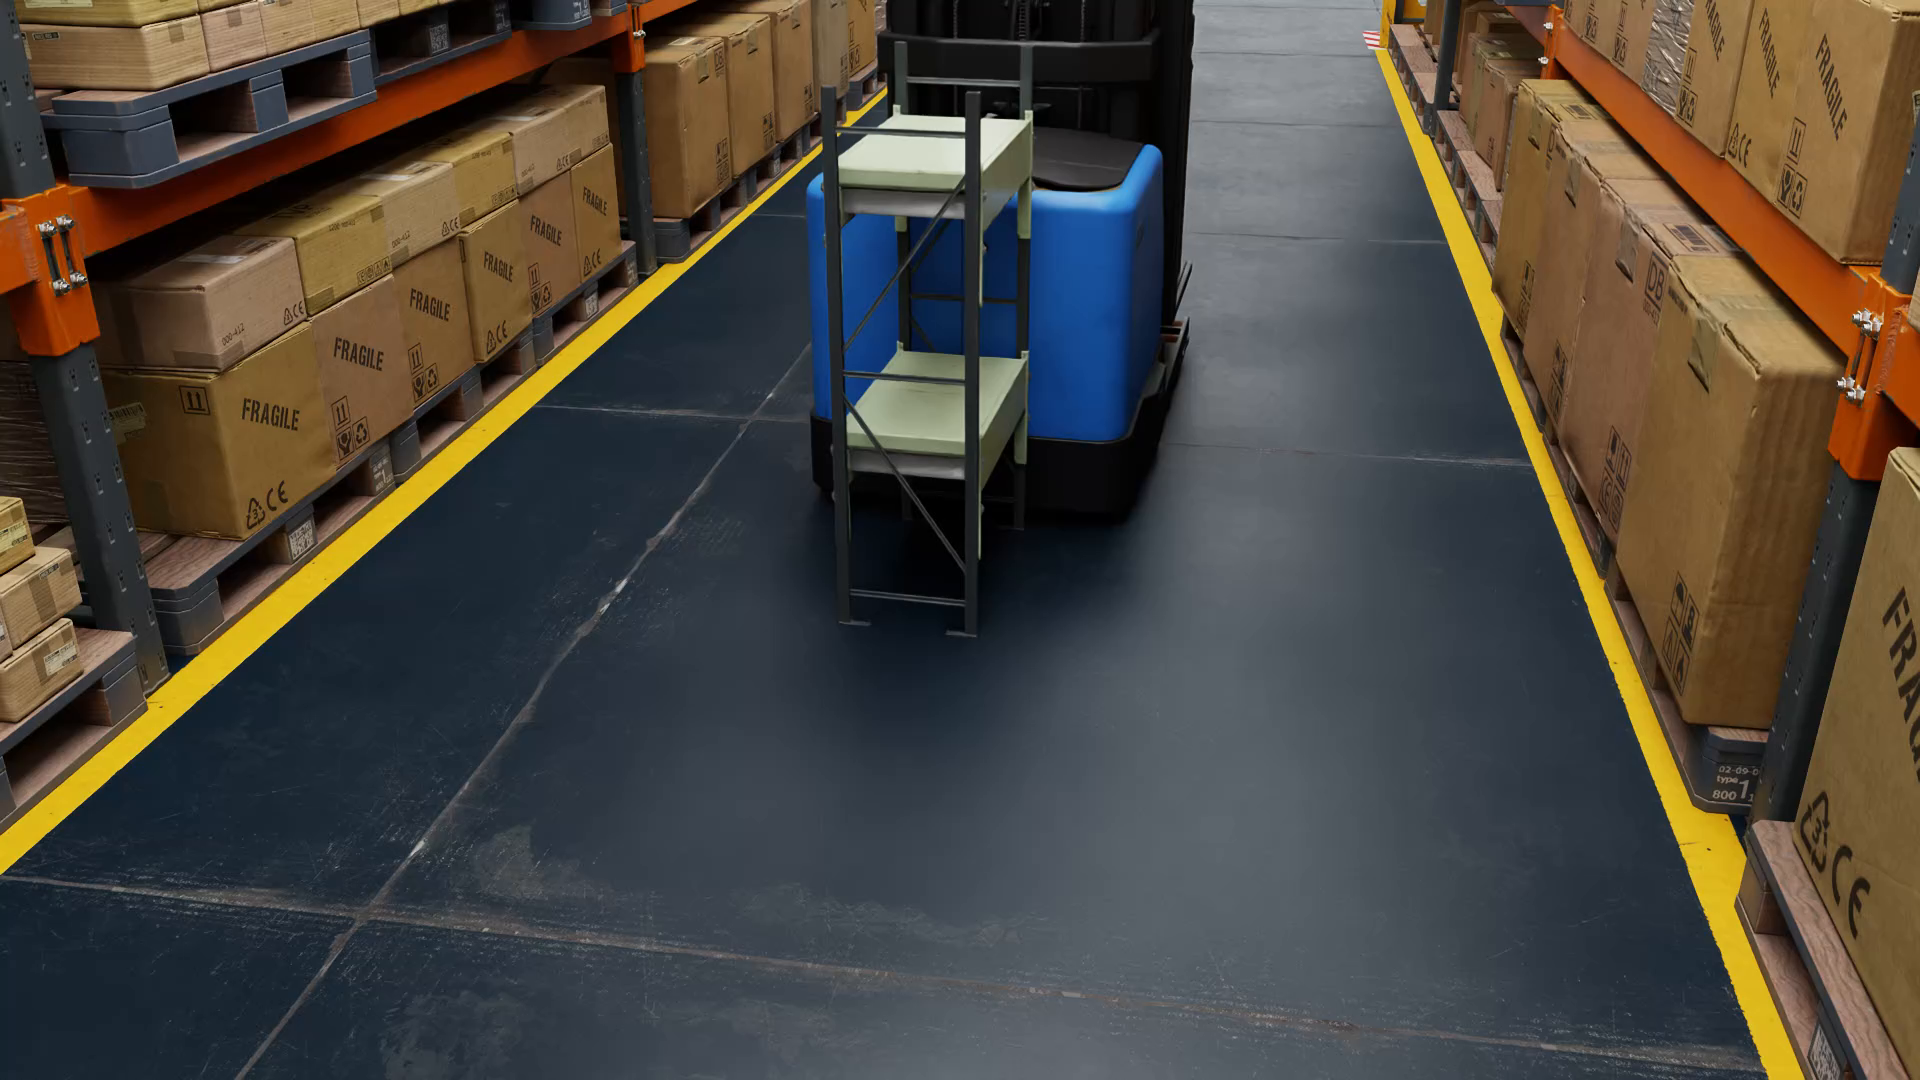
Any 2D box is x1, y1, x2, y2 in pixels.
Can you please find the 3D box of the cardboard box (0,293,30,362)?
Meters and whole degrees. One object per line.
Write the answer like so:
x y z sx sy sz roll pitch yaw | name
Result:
-2.744 -0.723 4.825 0.500 0.250 0.500 3 25 7 | cardboard box

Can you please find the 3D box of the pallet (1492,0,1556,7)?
2.926 -2.502 7.283 1.213 0.211 1.003 4 25 9 | pallet

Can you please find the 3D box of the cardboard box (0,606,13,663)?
-2.386 0.238 3.720 0.380 0.149 0.250 3 25 6 | cardboard box

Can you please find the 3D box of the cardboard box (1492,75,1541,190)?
3.168 -2.102 8.633 0.700 0.500 0.500 6 26 13 | cardboard box

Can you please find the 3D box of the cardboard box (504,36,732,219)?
-1.774 -2.089 8.333 1.050 0.750 0.750 4 25 8 | cardboard box

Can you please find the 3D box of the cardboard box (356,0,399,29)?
-1.930 -1.637 5.011 0.380 0.149 0.250 3 25 6 | cardboard box

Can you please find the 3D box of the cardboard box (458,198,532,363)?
-1.971 -0.995 6.290 0.500 0.500 0.500 3 25 6 | cardboard box

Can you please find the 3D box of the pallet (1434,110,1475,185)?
3.442 -2.367 10.059 1.003 0.211 1.213 4 25 9 | pallet

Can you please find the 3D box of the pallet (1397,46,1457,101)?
3.840 -3.488 12.453 1.003 0.211 1.213 4 25 9 | pallet

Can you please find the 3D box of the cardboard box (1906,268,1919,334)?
1.884 -0.396 2.854 0.380 0.149 0.250 4 25 9 | cardboard box

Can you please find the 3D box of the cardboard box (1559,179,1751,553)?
2.491 -0.481 4.750 1.225 0.875 0.875 3 25 7 | cardboard box

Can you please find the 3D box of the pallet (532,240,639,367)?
-2.092 -1.079 7.307 1.003 0.211 1.213 4 25 9 | pallet

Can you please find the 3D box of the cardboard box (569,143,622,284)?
-1.812 -1.434 7.228 0.500 0.500 0.500 4 25 8 | cardboard box

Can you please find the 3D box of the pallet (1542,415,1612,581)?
2.509 -0.187 5.400 1.003 0.211 1.213 4 25 9 | pallet

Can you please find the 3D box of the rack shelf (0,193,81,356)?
-2.943 0.166 2.205 1.077 0.370 4.000 4 25 9 | rack shelf

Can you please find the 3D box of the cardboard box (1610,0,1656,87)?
2.404 -1.714 5.255 0.500 0.500 0.500 4 25 8 | cardboard box

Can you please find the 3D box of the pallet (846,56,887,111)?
-1.107 -3.392 12.247 1.003 0.211 1.213 4 25 9 | pallet

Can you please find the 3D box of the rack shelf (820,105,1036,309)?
-0.068 -0.928 4.543 0.431 0.370 0.720 5 26 11 | rack shelf

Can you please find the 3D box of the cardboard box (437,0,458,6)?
-1.846 -1.857 5.480 0.380 0.149 0.250 3 25 6 | cardboard box

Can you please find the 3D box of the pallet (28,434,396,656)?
-2.490 -0.059 5.127 1.003 0.211 1.213 4 25 9 | pallet

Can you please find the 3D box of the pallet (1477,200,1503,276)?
3.044 -1.347 7.879 1.003 0.211 1.213 4 25 9 | pallet

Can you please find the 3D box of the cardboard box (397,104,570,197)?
-1.887 -1.551 6.593 0.500 0.250 0.500 4 25 9 | cardboard box

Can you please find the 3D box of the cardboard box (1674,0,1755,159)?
2.234 -1.296 4.362 0.500 0.500 0.500 4 25 8 | cardboard box

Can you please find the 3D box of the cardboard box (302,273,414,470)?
-2.149 -0.566 5.375 0.500 0.500 0.500 5 26 11 | cardboard box

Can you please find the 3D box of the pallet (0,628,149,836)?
-2.691 0.550 3.826 1.003 0.211 1.213 4 25 9 | pallet

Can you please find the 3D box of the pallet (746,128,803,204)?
-1.558 -2.239 9.785 1.003 0.211 1.213 4 25 9 | pallet

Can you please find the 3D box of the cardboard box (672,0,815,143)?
-1.483 -2.844 9.947 1.050 0.750 0.750 4 25 9 | cardboard box

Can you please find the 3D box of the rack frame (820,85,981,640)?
-0.147 -0.423 4.385 0.400 1.500 0.023 5 26 11 | rack frame

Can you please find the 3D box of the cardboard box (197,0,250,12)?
-2.058 -1.449 4.257 0.380 0.149 0.250 4 25 7 | cardboard box

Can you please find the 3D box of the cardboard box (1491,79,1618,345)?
2.781 -1.224 6.337 1.225 0.875 0.875 3 25 6 | cardboard box

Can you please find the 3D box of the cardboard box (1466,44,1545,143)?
3.350 -2.570 9.631 0.700 0.500 0.500 4 25 8 | cardboard box

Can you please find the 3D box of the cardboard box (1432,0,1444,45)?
4.039 -4.175 13.084 0.500 0.500 0.500 11 27 22 | cardboard box

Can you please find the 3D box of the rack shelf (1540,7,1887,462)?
2.587 -1.121 4.955 1.077 0.370 4.000 4 25 9 | rack shelf

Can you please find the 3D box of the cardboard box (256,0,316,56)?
-2.014 -1.426 4.559 0.380 0.149 0.250 4 25 9 | cardboard box

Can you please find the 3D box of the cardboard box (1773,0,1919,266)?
2.068 -0.870 3.453 0.500 0.500 0.500 4 25 9 | cardboard box

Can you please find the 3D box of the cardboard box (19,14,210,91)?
-2.098 -1.205 4.088 0.380 0.149 0.250 3 25 6 | cardboard box

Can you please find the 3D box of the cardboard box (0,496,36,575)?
-2.417 0.002 3.873 0.380 0.149 0.250 5 25 10 | cardboard box

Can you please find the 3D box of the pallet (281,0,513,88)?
-2.246 -1.751 5.680 1.003 0.211 1.213 4 25 9 | pallet

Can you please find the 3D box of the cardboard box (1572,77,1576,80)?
2.994 -1.972 7.470 0.500 0.250 0.500 5 26 11 | cardboard box

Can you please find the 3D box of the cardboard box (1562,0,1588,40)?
2.566 -2.144 6.174 0.500 0.500 0.500 5 26 10 | cardboard box

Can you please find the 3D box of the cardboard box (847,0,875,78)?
-1.137 -3.828 11.901 0.875 0.875 0.875 4 25 9 | cardboard box

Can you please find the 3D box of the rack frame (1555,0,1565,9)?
2.914 -2.283 6.589 1.000 3.000 0.127 4 25 9 | rack frame

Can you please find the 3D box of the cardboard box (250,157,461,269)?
-2.062 -1.120 5.674 0.500 0.250 0.500 5 26 11 | cardboard box

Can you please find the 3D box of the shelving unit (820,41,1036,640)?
-0.068 -0.575 4.708 0.431 1.500 0.755 5 26 11 | shelving unit

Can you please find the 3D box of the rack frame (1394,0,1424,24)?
4.222 -5.629 13.738 1.000 3.000 0.127 4 25 9 | rack frame

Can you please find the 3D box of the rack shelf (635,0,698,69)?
-1.636 -3.180 9.353 1.077 0.370 4.000 4 25 9 | rack shelf

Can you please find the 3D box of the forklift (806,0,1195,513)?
0.329 -2.012 6.090 1.130 2.935 3.031 5 26 11 | forklift

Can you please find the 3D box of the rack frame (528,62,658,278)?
-1.962 -2.669 7.414 1.000 3.000 0.127 4 25 9 | rack frame

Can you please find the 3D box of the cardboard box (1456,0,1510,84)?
3.759 -3.419 11.469 0.500 0.500 0.500 13 28 25 | cardboard box

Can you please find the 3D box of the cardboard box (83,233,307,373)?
-2.235 -0.685 4.743 0.500 0.250 0.500 3 25 6 | cardboard box
